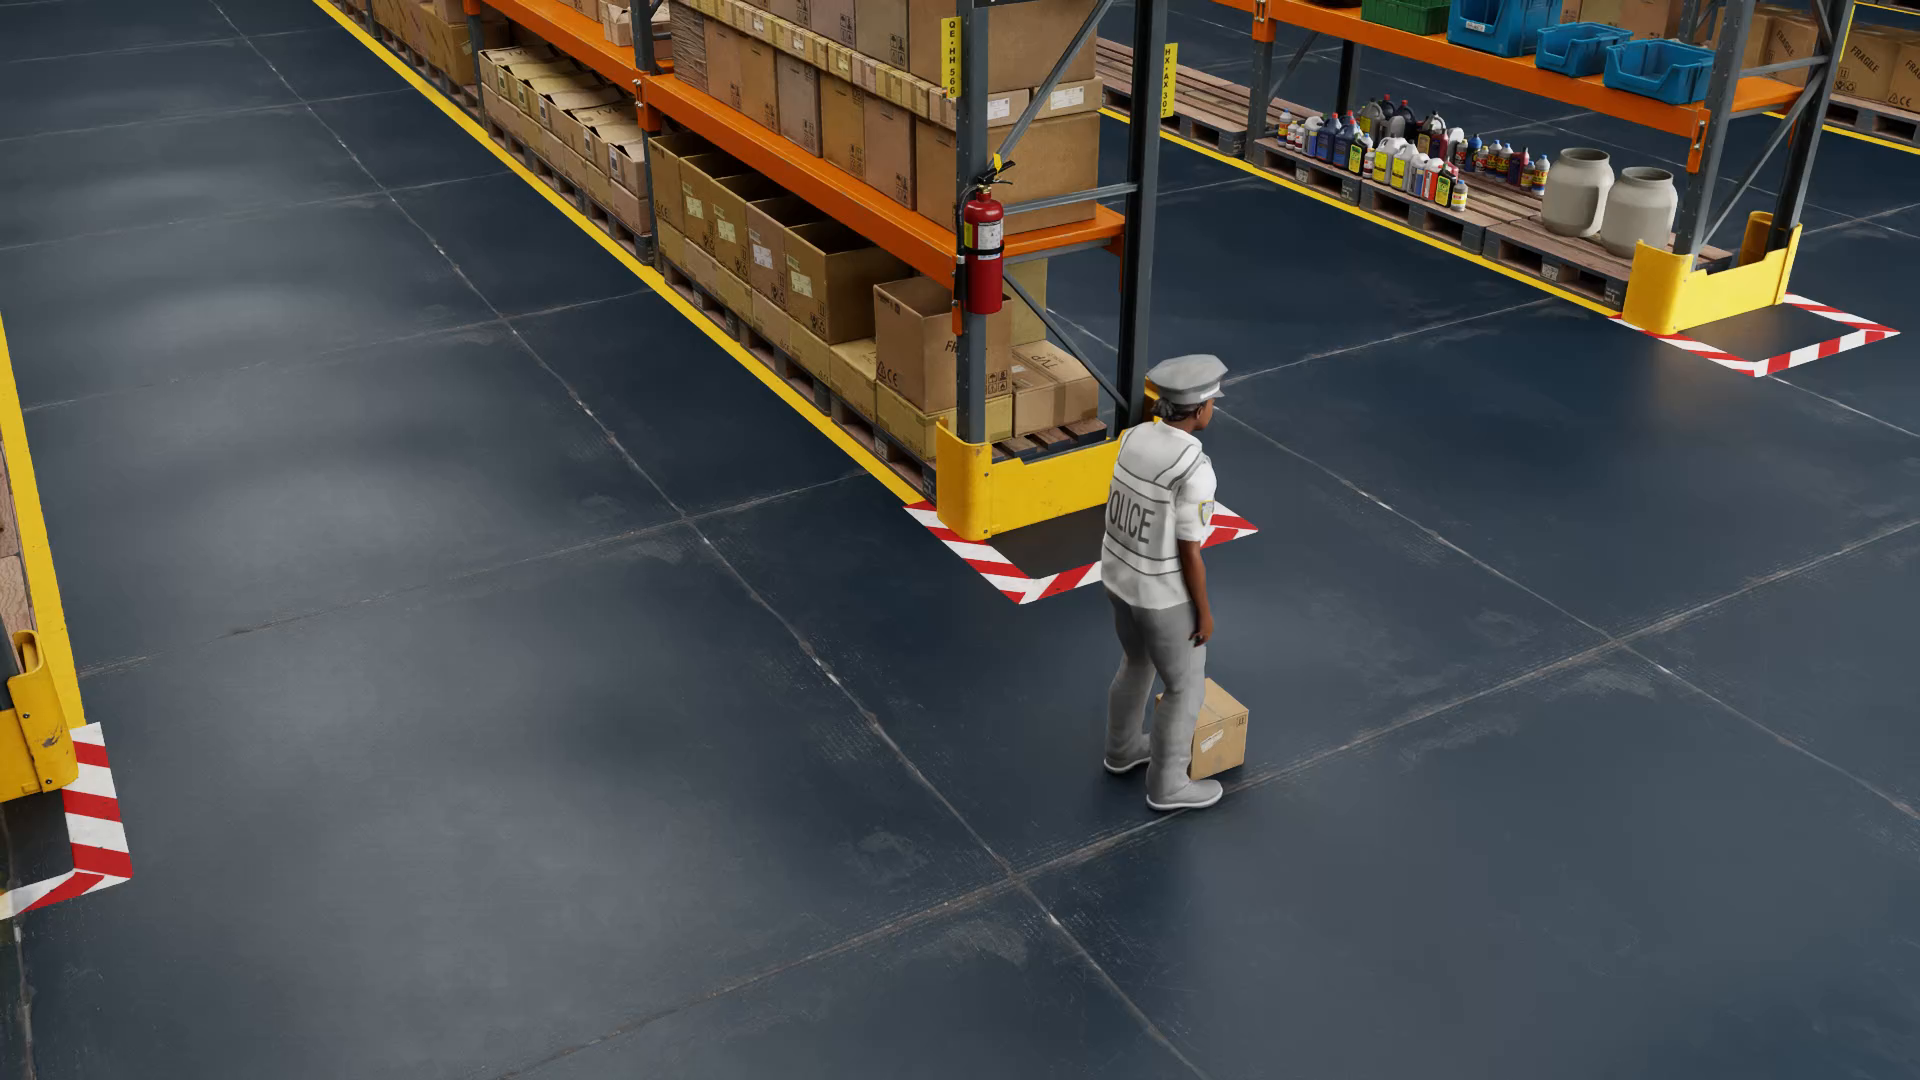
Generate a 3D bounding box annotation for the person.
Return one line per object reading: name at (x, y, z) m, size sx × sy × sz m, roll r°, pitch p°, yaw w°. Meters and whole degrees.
person at (0.711, 0.168, 5.827) m, size 0.396 × 1.657 × 0.504 m, roll -16°, pitch 33°, yaw -26°
